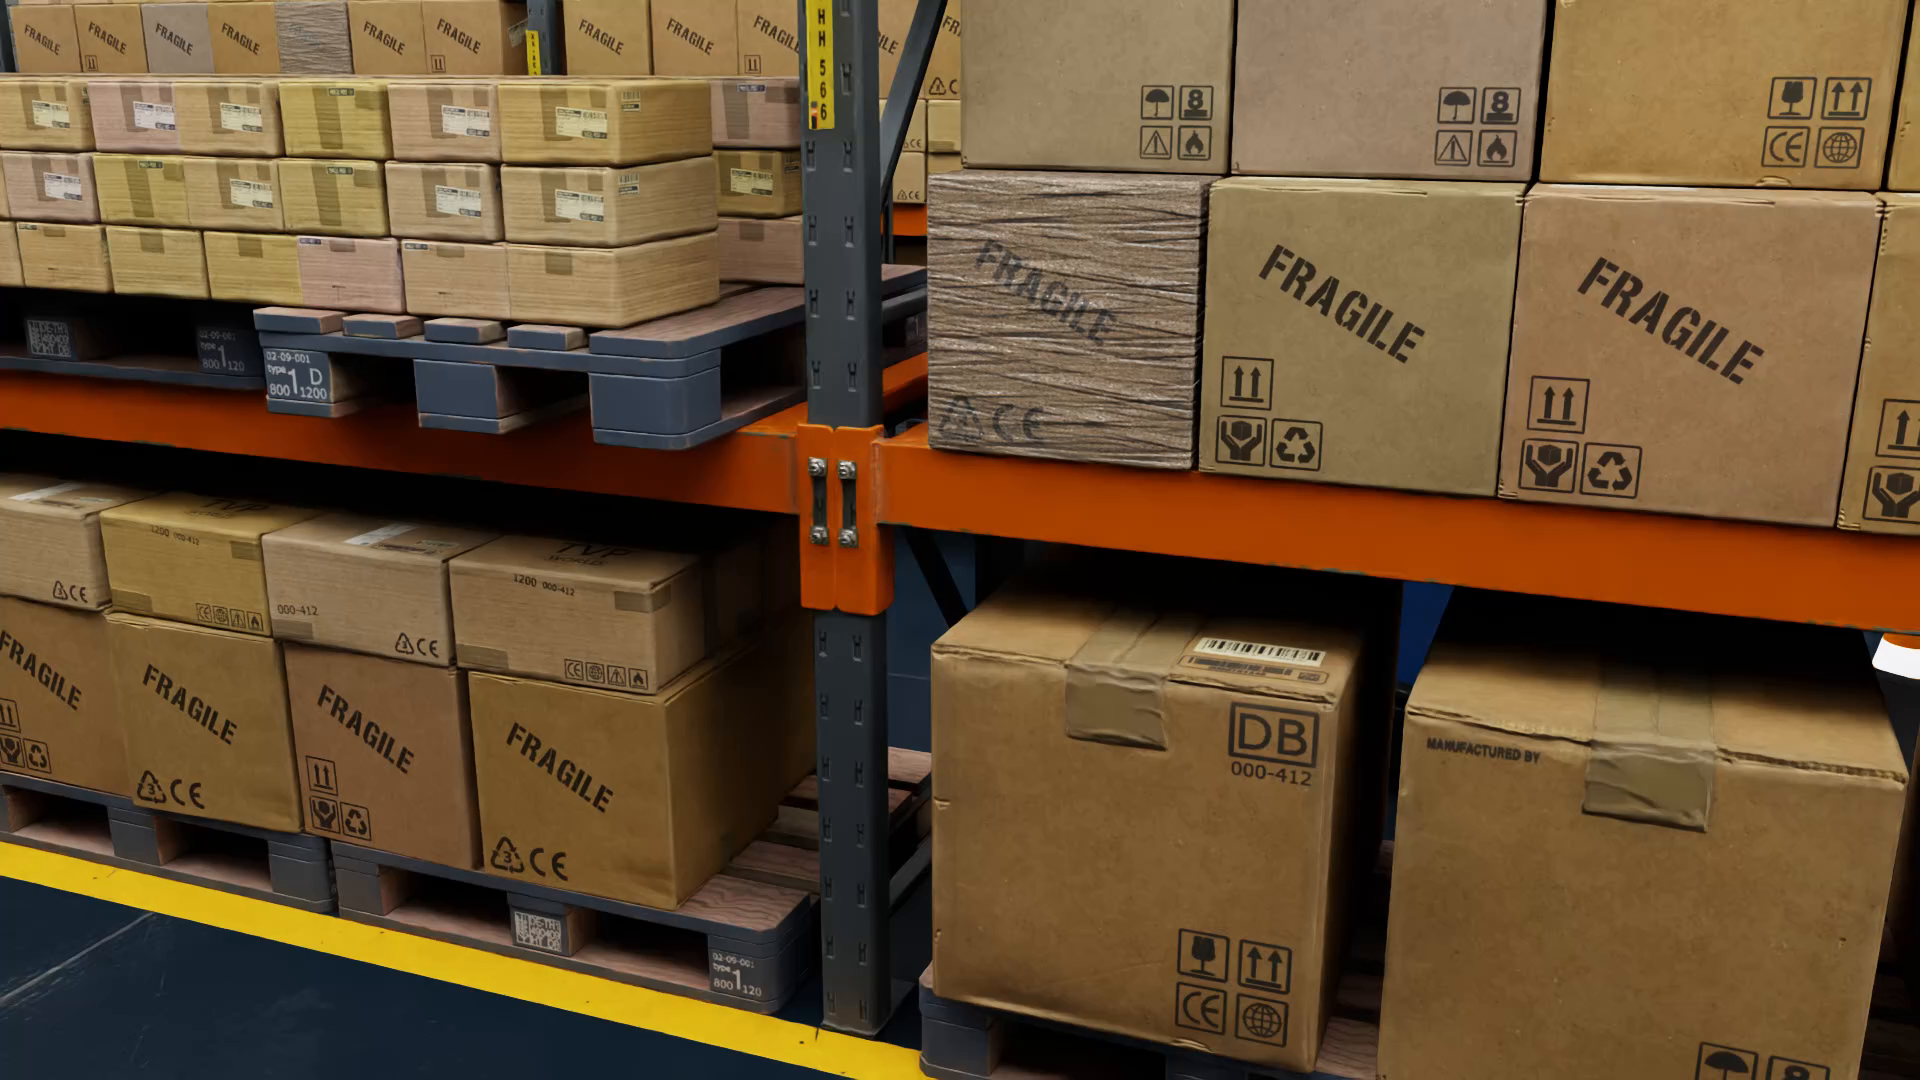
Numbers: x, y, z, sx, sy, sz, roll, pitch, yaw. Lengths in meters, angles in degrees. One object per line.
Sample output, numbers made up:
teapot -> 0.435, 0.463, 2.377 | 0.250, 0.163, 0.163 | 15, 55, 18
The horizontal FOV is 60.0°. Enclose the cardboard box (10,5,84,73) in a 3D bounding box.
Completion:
cardboard box -> -5.433, -3.033, 10.268 | 0.500, 0.500, 0.500 | 6, 17, 19

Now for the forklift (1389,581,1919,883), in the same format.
forklift -> 2.176, -0.597, 3.974 | 1.130, 2.935, 3.031 | -12, 20, -35

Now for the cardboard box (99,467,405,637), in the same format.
cardboard box -> -1.728, 0.016, 4.122 | 0.500, 0.250, 0.500 | 7, 17, 22

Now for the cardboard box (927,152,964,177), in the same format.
cardboard box -> 0.158, -1.826, 8.351 | 0.500, 0.250, 0.500 | 6, 17, 20

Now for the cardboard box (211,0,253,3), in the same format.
cardboard box -> -4.119, -3.190, 9.645 | 0.250, 0.149, 0.380 | 6, 17, 19

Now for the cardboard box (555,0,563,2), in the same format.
cardboard box -> -2.252, -3.158, 9.535 | 0.250, 0.149, 0.380 | 6, 17, 20

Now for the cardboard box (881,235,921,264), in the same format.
cardboard box -> -0.604, -1.267, 9.215 | 0.875, 0.875, 0.875 | 7, 18, 22

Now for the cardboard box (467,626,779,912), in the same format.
cardboard box -> -0.763, 0.484, 3.857 | 0.500, 0.500, 0.500 | 6, 17, 20

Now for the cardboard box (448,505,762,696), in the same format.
cardboard box -> -0.787, 0.121, 3.761 | 0.500, 0.250, 0.500 | 6, 17, 19

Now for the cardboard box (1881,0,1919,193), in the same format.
cardboard box -> 1.784, -0.840, 2.712 | 0.500, 0.500, 0.700 | 6, 17, 20

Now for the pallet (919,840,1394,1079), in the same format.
pallet -> 0.651, 0.924, 3.612 | 1.213, 0.211, 1.003 | 6, 17, 21

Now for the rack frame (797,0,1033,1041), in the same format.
rack frame -> -0.055, -0.515, 3.569 | 0.127, 3.000, 1.000 | 6, 17, 21

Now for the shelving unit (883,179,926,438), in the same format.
shelving unit -> 0.079, -0.712, 6.934 | 1.048, 1.500, 0.538 | 6, 17, 21

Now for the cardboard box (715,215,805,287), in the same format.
cardboard box -> -0.397, -0.694, 3.883 | 0.250, 0.149, 0.380 | 6, 17, 20

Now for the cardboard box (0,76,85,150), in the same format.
cardboard box -> -2.123, -0.973, 3.775 | 0.250, 0.149, 0.380 | 7, 18, 22

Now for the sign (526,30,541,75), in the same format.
sign -> -2.256, -2.528, 8.808 | 0.005, 0.325, 0.100 | 6, 17, 21

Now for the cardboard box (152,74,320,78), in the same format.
cardboard box -> -1.868, -1.140, 4.351 | 0.250, 0.149, 0.380 | 6, 17, 20

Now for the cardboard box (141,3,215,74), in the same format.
cardboard box -> -4.468, -2.931, 9.918 | 0.500, 0.500, 0.500 | 6, 17, 20

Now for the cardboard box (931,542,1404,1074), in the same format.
cardboard box -> 0.479, 0.449, 3.529 | 0.750, 0.750, 1.050 | 6, 17, 20

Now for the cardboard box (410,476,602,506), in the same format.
cardboard box -> -1.079, -0.062, 4.392 | 0.500, 0.250, 0.500 | 6, 17, 20

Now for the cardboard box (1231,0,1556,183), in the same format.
cardboard box -> 0.830, -0.944, 3.071 | 0.500, 0.500, 0.700 | 6, 17, 20

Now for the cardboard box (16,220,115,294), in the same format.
cardboard box -> -1.874, -0.660, 3.765 | 0.250, 0.149, 0.380 | 7, 18, 22

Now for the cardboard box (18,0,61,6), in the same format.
cardboard box -> -5.546, -3.359, 10.229 | 0.250, 0.149, 0.380 | 7, 17, 22

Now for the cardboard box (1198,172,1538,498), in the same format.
cardboard box -> 0.738, -0.396, 2.979 | 0.500, 0.500, 0.500 | 6, 17, 20

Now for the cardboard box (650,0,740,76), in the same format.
cardboard box -> -1.266, -2.582, 8.716 | 0.500, 0.500, 0.500 | 6, 17, 20

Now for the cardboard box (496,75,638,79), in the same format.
cardboard box -> -0.891, -1.033, 3.981 | 0.250, 0.149, 0.380 | 6, 17, 20

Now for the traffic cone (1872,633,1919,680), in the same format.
traffic cone -> 3.085, 0.284, 5.366 | 0.334, 0.463, 0.336 | 6, 17, 21

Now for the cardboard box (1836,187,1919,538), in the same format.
cardboard box -> 1.669, -0.293, 2.623 | 0.500, 0.500, 0.500 | 6, 17, 20

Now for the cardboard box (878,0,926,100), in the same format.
cardboard box -> -0.317, -2.479, 8.361 | 0.500, 0.500, 0.500 | 6, 17, 20

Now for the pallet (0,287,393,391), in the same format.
pallet -> -1.911, -0.615, 4.256 | 1.213, 0.211, 1.003 | 6, 17, 21

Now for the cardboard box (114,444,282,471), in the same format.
cardboard box -> -2.020, -0.169, 4.760 | 0.500, 0.250, 0.500 | 5, 17, 18

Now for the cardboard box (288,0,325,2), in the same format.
cardboard box -> -3.623, -3.154, 9.523 | 0.250, 0.149, 0.380 | 6, 17, 19

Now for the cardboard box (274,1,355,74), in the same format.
cardboard box -> -3.540, -2.827, 9.559 | 0.500, 0.500, 0.500 | 7, 17, 21

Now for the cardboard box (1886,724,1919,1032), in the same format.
cardboard box -> 2.160, 0.633, 2.896 | 0.750, 0.750, 1.050 | 6, 17, 21

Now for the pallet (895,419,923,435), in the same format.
pallet -> -0.169, -0.696, 9.192 | 1.213, 0.211, 1.003 | 6, 17, 21

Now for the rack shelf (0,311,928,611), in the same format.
rack shelf -> -1.915, -0.374, 4.374 | 4.000, 0.370, 1.077 | 6, 17, 21

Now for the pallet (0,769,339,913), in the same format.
pallet -> -1.912, 0.618, 4.665 | 1.213, 0.211, 1.003 | 6, 17, 21

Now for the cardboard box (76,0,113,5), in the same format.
cardboard box -> -5.076, -3.295, 10.006 | 0.250, 0.149, 0.380 | 7, 18, 22

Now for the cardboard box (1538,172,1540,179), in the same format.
cardboard box -> 1.391, -0.484, 3.283 | 0.500, 0.500, 0.500 | 6, 17, 20

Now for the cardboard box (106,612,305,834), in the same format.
cardboard box -> -1.742, 0.380, 4.215 | 0.500, 0.500, 0.500 | 5, 17, 18

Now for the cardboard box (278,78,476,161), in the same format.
cardboard box -> -1.155, -0.866, 3.408 | 0.250, 0.149, 0.380 | 7, 18, 22

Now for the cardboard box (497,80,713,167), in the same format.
cardboard box -> -0.679, -0.813, 3.225 | 0.250, 0.149, 0.380 | 6, 17, 18

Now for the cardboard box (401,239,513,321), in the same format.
cardboard box -> -0.913, -0.553, 3.397 | 0.250, 0.149, 0.380 | 6, 17, 20

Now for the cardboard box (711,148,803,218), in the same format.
cardboard box -> -0.431, -0.841, 3.853 | 0.250, 0.149, 0.380 | 7, 18, 23

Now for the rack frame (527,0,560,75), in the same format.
rack frame -> -2.054, -2.219, 9.436 | 0.127, 3.000, 1.000 | 6, 17, 21

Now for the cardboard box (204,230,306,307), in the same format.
cardboard box -> -1.383, -0.606, 3.579 | 0.250, 0.149, 0.380 | 6, 17, 20

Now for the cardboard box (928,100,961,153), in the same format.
cardboard box -> 0.162, -2.060, 8.261 | 0.500, 0.250, 0.500 | 6, 17, 19

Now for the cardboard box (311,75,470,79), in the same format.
cardboard box -> -1.390, -1.087, 4.168 | 0.250, 0.149, 0.380 | 7, 18, 23

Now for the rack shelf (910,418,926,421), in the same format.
rack shelf -> 0.079, -0.539, 6.985 | 1.000, 0.185, 0.538 | 6, 17, 21

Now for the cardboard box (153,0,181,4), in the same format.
cardboard box -> -4.561, -3.259, 9.884 | 0.250, 0.149, 0.380 | 6, 17, 21

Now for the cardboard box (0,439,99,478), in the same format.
cardboard box -> -2.689, -0.088, 4.482 | 0.500, 0.250, 0.500 | 7, 18, 22

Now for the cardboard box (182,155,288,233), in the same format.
cardboard box -> -1.409, -0.750, 3.542 | 0.250, 0.149, 0.380 | 6, 17, 21

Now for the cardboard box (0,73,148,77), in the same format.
cardboard box -> -2.369, -1.194, 4.536 | 0.250, 0.149, 0.380 | 6, 17, 19

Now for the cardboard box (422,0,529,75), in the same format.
cardboard box -> -2.594, -2.724, 9.202 | 0.500, 0.500, 0.500 | 6, 17, 20

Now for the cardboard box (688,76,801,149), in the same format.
cardboard box -> -0.418, -0.980, 3.800 | 0.250, 0.149, 0.380 | 6, 17, 21

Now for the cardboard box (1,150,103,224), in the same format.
cardboard box -> -1.882, -0.803, 3.723 | 0.250, 0.149, 0.380 | 7, 18, 22

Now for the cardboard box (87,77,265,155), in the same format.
cardboard box -> -1.627, -0.919, 3.589 | 0.250, 0.149, 0.380 | 6, 17, 21

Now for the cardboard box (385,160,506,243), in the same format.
cardboard box -> -0.930, -0.699, 3.363 | 0.250, 0.149, 0.380 | 7, 18, 23
